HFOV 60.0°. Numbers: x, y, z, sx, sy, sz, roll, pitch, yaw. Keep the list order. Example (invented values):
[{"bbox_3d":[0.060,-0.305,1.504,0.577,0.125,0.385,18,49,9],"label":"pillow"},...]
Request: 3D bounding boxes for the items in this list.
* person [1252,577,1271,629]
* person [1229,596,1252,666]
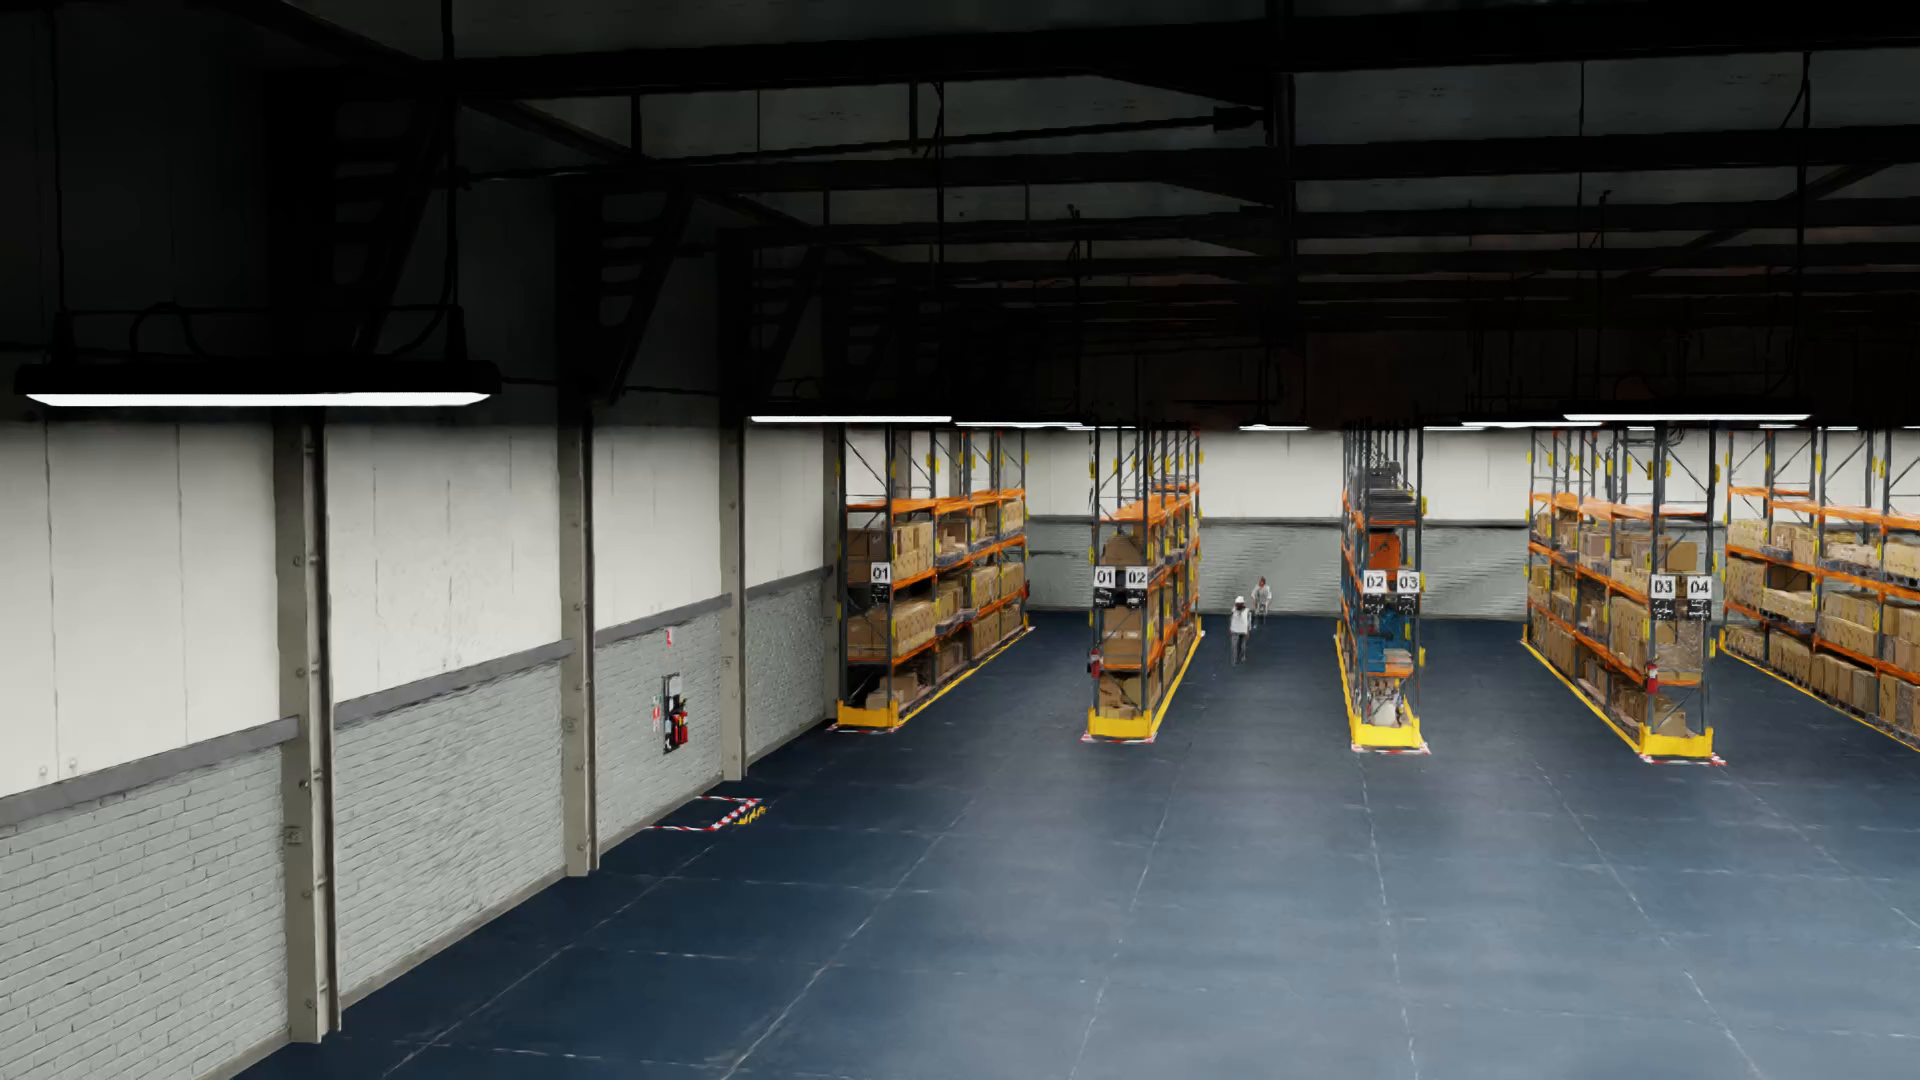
[{"bbox_3d":[8.756,1.834,48.318,0.566,1.526,0.519,1,4,9],"label":"person"},{"bbox_3d":[6.899,2.209,40.910,0.543,1.700,1.119,1,4,10],"label":"person"}]
